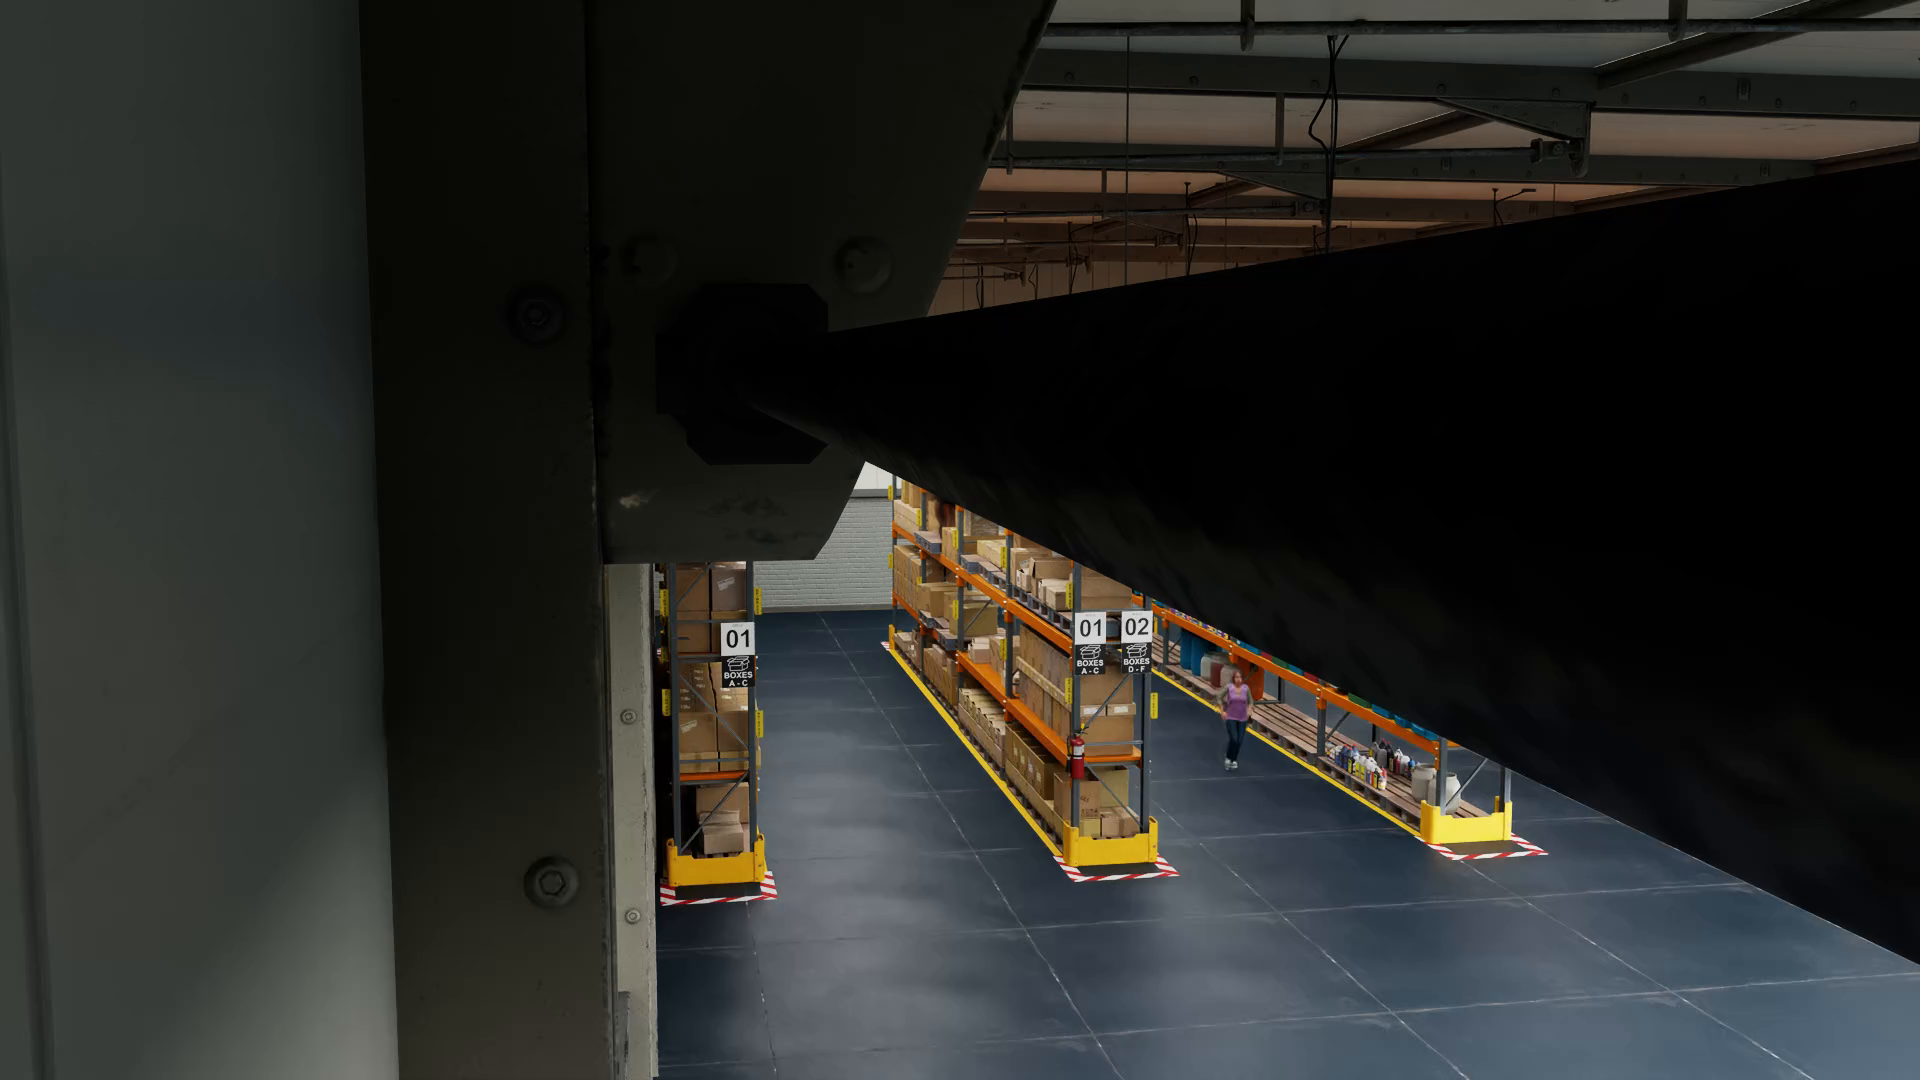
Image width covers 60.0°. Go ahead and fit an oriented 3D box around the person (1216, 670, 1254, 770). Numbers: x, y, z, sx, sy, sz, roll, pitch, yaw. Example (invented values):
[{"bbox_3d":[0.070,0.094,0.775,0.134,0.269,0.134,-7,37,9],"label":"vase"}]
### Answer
[{"bbox_3d":[4.265,2.776,25.612,0.539,1.569,0.613,-1,6,-7],"label":"person"}]
